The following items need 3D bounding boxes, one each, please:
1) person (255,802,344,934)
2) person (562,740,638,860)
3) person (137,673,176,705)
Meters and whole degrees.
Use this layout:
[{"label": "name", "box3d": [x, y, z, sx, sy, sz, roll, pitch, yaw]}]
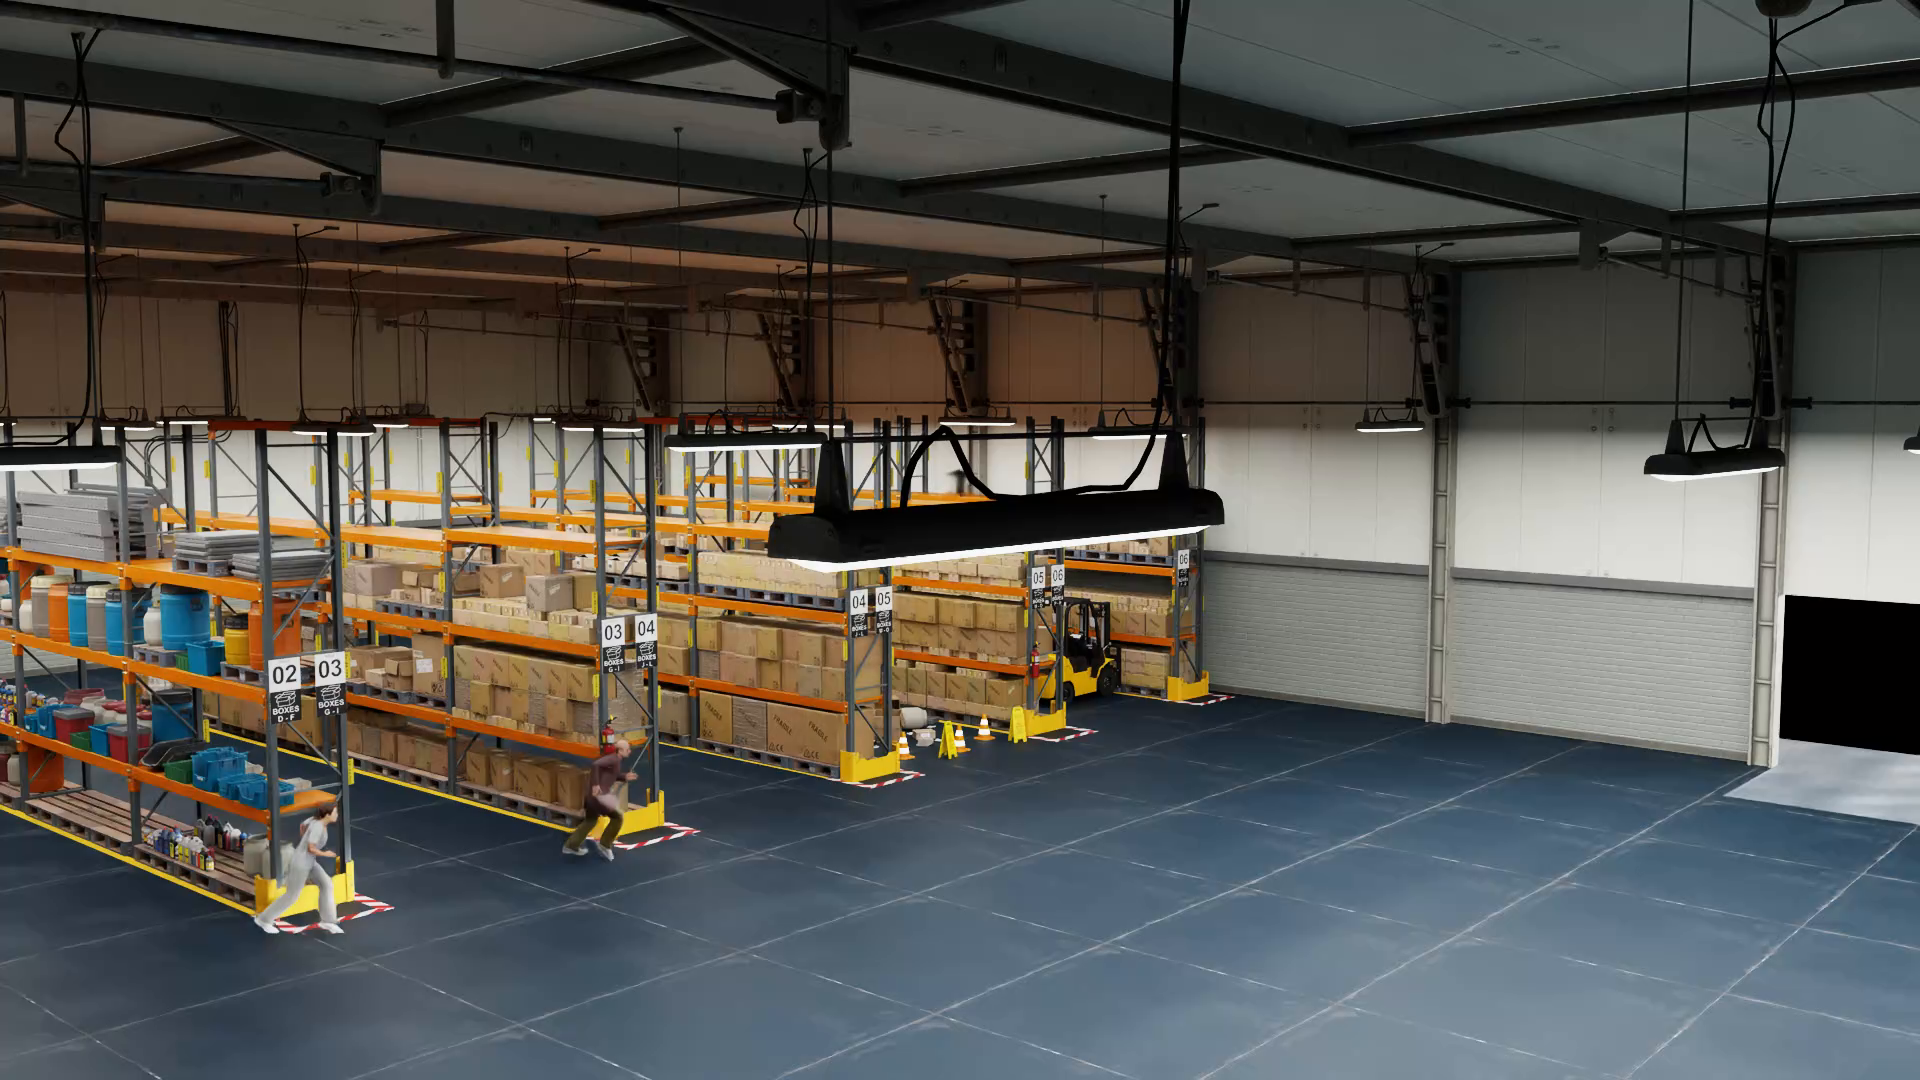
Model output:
[{"label": "person", "box3d": [-7.843, 3.918, 19.699, 0.984, 1.619, 0.604, -2, 5, -20]}, {"label": "person", "box3d": [-4.978, 3.619, 22.958, 1.055, 1.703, 0.755, -1, 5, -8]}, {"label": "person", "box3d": [-14.898, 2.880, 31.020, 0.725, 1.819, 0.654, 4, 6, 40]}]
